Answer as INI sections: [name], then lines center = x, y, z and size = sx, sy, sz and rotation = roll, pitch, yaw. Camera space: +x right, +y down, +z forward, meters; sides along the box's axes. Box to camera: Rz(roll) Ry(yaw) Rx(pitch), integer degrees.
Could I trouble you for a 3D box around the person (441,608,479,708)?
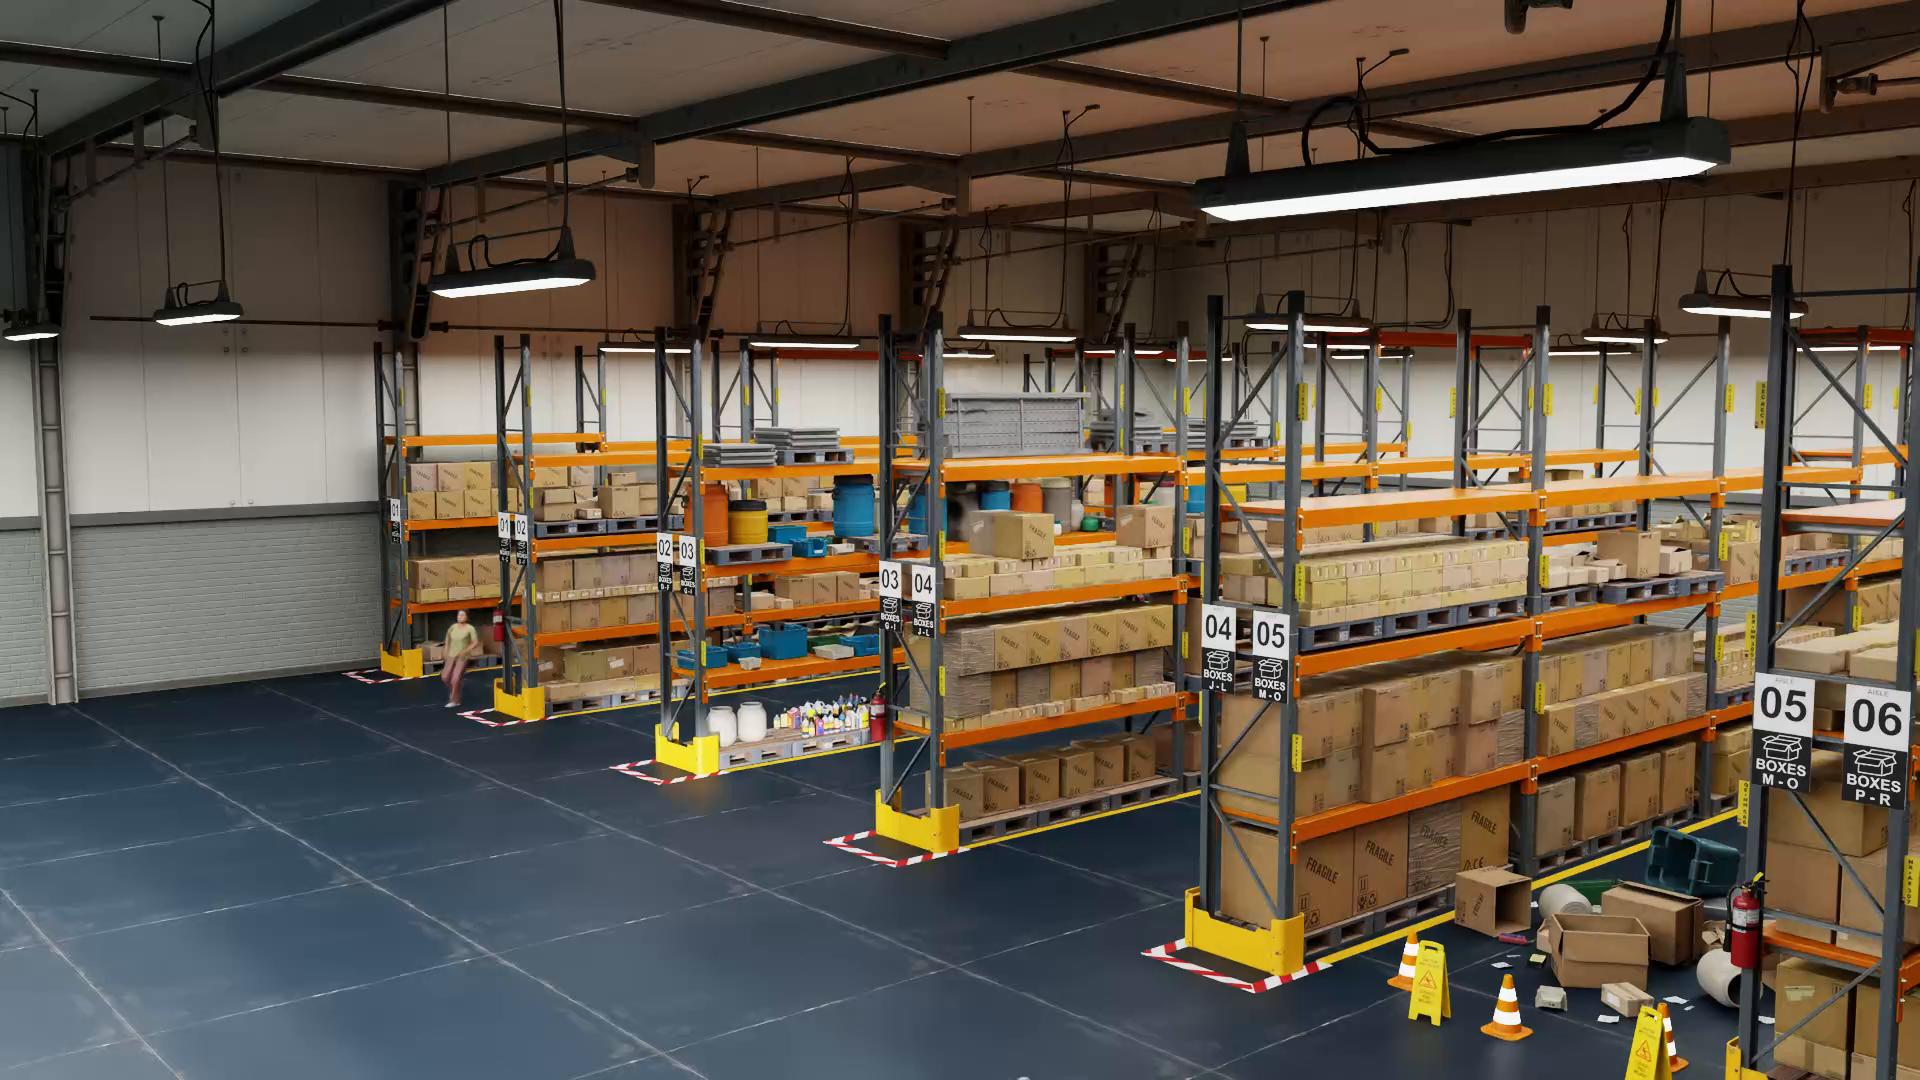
[person]
center = -8.114, 1.916, 26.950
size = 0.625, 1.615, 0.517
rotation = 1, 5, 10
